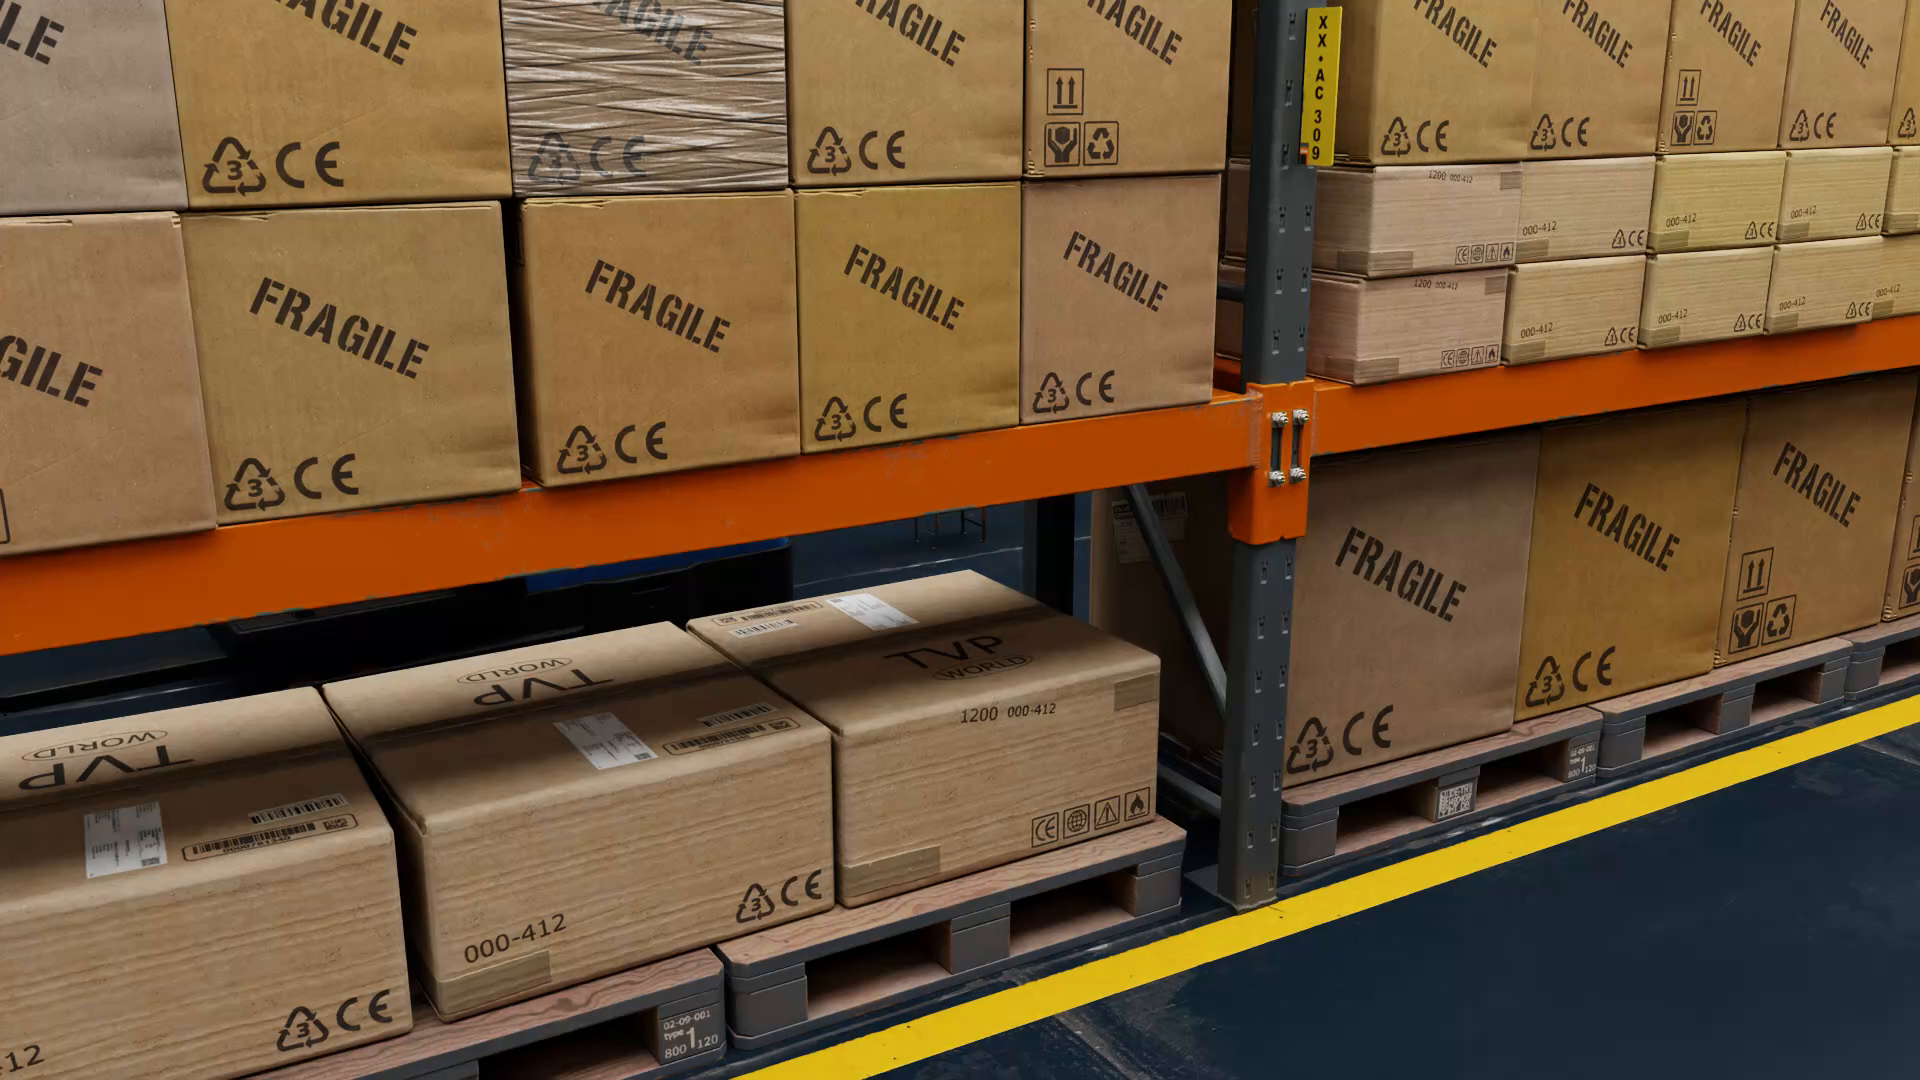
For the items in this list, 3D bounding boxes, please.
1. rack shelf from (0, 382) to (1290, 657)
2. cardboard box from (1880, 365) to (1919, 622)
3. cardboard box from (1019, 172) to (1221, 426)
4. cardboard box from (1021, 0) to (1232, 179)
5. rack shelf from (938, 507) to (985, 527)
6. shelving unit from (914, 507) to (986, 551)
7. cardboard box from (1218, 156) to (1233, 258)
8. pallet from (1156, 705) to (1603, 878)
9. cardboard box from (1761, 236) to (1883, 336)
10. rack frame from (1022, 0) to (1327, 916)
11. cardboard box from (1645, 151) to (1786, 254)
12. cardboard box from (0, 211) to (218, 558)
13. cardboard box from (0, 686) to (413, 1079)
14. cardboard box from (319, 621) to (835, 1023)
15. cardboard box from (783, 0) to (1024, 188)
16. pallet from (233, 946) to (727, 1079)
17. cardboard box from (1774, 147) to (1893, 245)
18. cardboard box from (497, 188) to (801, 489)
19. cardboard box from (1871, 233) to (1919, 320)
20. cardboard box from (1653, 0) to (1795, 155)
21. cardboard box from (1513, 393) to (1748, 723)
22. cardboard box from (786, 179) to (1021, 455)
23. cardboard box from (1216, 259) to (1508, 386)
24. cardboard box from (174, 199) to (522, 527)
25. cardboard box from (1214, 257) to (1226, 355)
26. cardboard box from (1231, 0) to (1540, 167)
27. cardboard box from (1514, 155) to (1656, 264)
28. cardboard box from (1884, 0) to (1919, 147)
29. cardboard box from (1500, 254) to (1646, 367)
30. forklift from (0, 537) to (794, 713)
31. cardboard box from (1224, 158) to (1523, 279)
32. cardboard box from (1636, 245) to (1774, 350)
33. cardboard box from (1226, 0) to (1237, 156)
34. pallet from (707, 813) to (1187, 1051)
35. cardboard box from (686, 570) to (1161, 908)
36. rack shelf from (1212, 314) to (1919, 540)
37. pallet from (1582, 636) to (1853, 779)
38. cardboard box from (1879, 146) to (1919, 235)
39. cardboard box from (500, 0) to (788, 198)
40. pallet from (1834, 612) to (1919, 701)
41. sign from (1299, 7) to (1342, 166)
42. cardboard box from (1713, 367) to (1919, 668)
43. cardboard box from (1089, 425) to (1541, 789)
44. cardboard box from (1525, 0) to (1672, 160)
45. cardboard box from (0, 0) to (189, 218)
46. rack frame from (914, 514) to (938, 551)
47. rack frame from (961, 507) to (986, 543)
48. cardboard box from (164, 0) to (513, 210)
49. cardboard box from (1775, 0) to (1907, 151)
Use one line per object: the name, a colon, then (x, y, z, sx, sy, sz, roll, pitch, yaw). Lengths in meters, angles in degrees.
rack shelf: (-1.231, -0.017, 3.247, 4.000, 0.370, 1.077, -9, 18, -30)
cardboard box: (3.278, -0.300, 6.081, 0.875, 0.875, 0.875, -9, 18, -30)
cardboard box: (0.218, -0.566, 3.687, 0.500, 0.500, 0.500, -9, 18, -29)
cardboard box: (0.222, -1.042, 3.531, 0.500, 0.500, 0.500, -9, 18, -30)
rack shelf: (-0.046, -0.220, 7.319, 0.240, 0.259, 0.215, -9, 18, -30)
shelving unit: (-0.046, -0.498, 7.242, 0.252, 1.050, 0.215, -9, 18, -30)
cardboard box: (0.737, -0.928, 4.514, 0.500, 0.250, 0.500, -9, 18, -30)
pallet: (1.106, 0.576, 4.963, 1.213, 0.211, 1.003, -9, 18, -30)
cardboard box: (2.321, -0.777, 4.901, 0.500, 0.250, 0.500, -10, 18, -31)
rack frame: (0.484, -0.642, 4.142, 0.127, 3.000, 1.000, -9, 18, -30)
cardboard box: (1.885, -0.949, 4.590, 0.500, 0.250, 0.500, -9, 18, -29)
cardboard box: (-1.521, -0.277, 2.657, 0.500, 0.500, 0.500, -9, 18, -30)
cardboard box: (-1.651, 0.702, 3.318, 0.875, 0.438, 0.875, -9, 18, -28)
cardboard box: (-0.877, 0.577, 3.764, 0.875, 0.438, 0.875, -10, 18, -31)
cardboard box: (-0.218, -0.973, 3.287, 0.500, 0.500, 0.500, -10, 18, -31)
pallet: (-1.255, 0.959, 3.597, 1.213, 0.211, 1.003, -9, 18, -30)
cardboard box: (2.317, -1.020, 4.842, 0.500, 0.250, 0.500, -10, 18, -31)
cardboard box: (-0.644, -0.420, 3.166, 0.500, 0.500, 0.500, -10, 18, -31)
cardboard box: (2.743, -0.854, 5.178, 0.500, 0.250, 0.500, -9, 18, -30)
cardboard box: (1.862, -1.312, 4.496, 0.500, 0.500, 0.500, -10, 18, -31)
cardboard box: (1.744, -0.053, 5.200, 0.875, 0.875, 0.875, -9, 18, -28)
cardboard box: (-0.220, -0.493, 3.428, 0.500, 0.500, 0.500, -10, 18, -31)
cardboard box: (0.997, -0.570, 4.162, 0.500, 0.250, 0.500, -10, 18, -31)
cardboard box: (-1.100, -0.351, 2.919, 0.500, 0.500, 0.500, -9, 18, -28)
cardboard box: (0.738, -0.690, 4.593, 0.500, 0.250, 0.500, -10, 18, -31)
cardboard box: (1.009, -1.166, 3.974, 0.500, 0.500, 0.500, -9, 18, -29)
cardboard box: (1.439, -0.885, 4.362, 0.500, 0.250, 0.500, -9, 18, -29)
cardboard box: (2.739, -1.454, 5.003, 0.500, 0.500, 0.500, -9, 18, -30)
cardboard box: (1.440, -0.642, 4.420, 0.500, 0.250, 0.500, -10, 18, -31)
forklift: (-2.125, -0.974, 5.454, 3.031, 2.935, 1.130, -11, 19, -34)
cardboard box: (1.006, -0.806, 4.080, 0.500, 0.250, 0.500, -10, 18, -31)
cardboard box: (1.887, -0.709, 4.661, 0.500, 0.250, 0.500, -9, 18, -30)
cardboard box: (0.737, -1.292, 4.422, 0.500, 0.500, 0.500, -9, 18, -28)
pallet: (-0.208, 0.789, 4.206, 1.213, 0.211, 1.003, -9, 18, -30)
cardboard box: (-0.110, 0.452, 4.208, 0.875, 0.438, 0.875, -10, 18, -31)
rack shelf: (2.198, -0.573, 5.231, 4.000, 0.370, 1.077, -9, 18, -30)
pallet: (2.153, 0.406, 5.572, 1.213, 0.211, 1.003, -9, 18, -30)
cardboard box: (2.762, -1.092, 5.100, 0.500, 0.250, 0.500, -10, 18, -31)
cardboard box: (-0.649, -0.900, 3.026, 0.500, 0.500, 0.500, -9, 18, -29)
pallet: (3.198, 0.237, 6.173, 1.213, 0.211, 1.003, -9, 18, -30)
sign: (0.771, -0.969, 3.557, 0.005, 0.325, 0.100, -9, 18, -30)
cardboard box: (2.511, -0.177, 5.643, 0.875, 0.875, 0.875, -9, 18, -29)
cardboard box: (0.974, 0.074, 4.745, 0.875, 0.875, 0.875, -9, 18, -28)
cardboard box: (1.431, -1.243, 4.249, 0.500, 0.500, 0.500, -9, 18, -30)
cardboard box: (-1.510, -0.763, 2.536, 0.500, 0.500, 0.500, -9, 18, -30)
rack frame: (-0.150, -0.481, 7.181, 0.008, 1.050, 0.200, -9, 18, -30)
rack frame: (0.059, -0.515, 7.302, 0.008, 1.050, 0.200, -9, 18, -30)
cardboard box: (-1.083, -0.832, 2.784, 0.500, 0.500, 0.500, -9, 18, -29)
cardboard box: (2.302, -1.386, 4.758, 0.500, 0.500, 0.500, -10, 18, -31)
